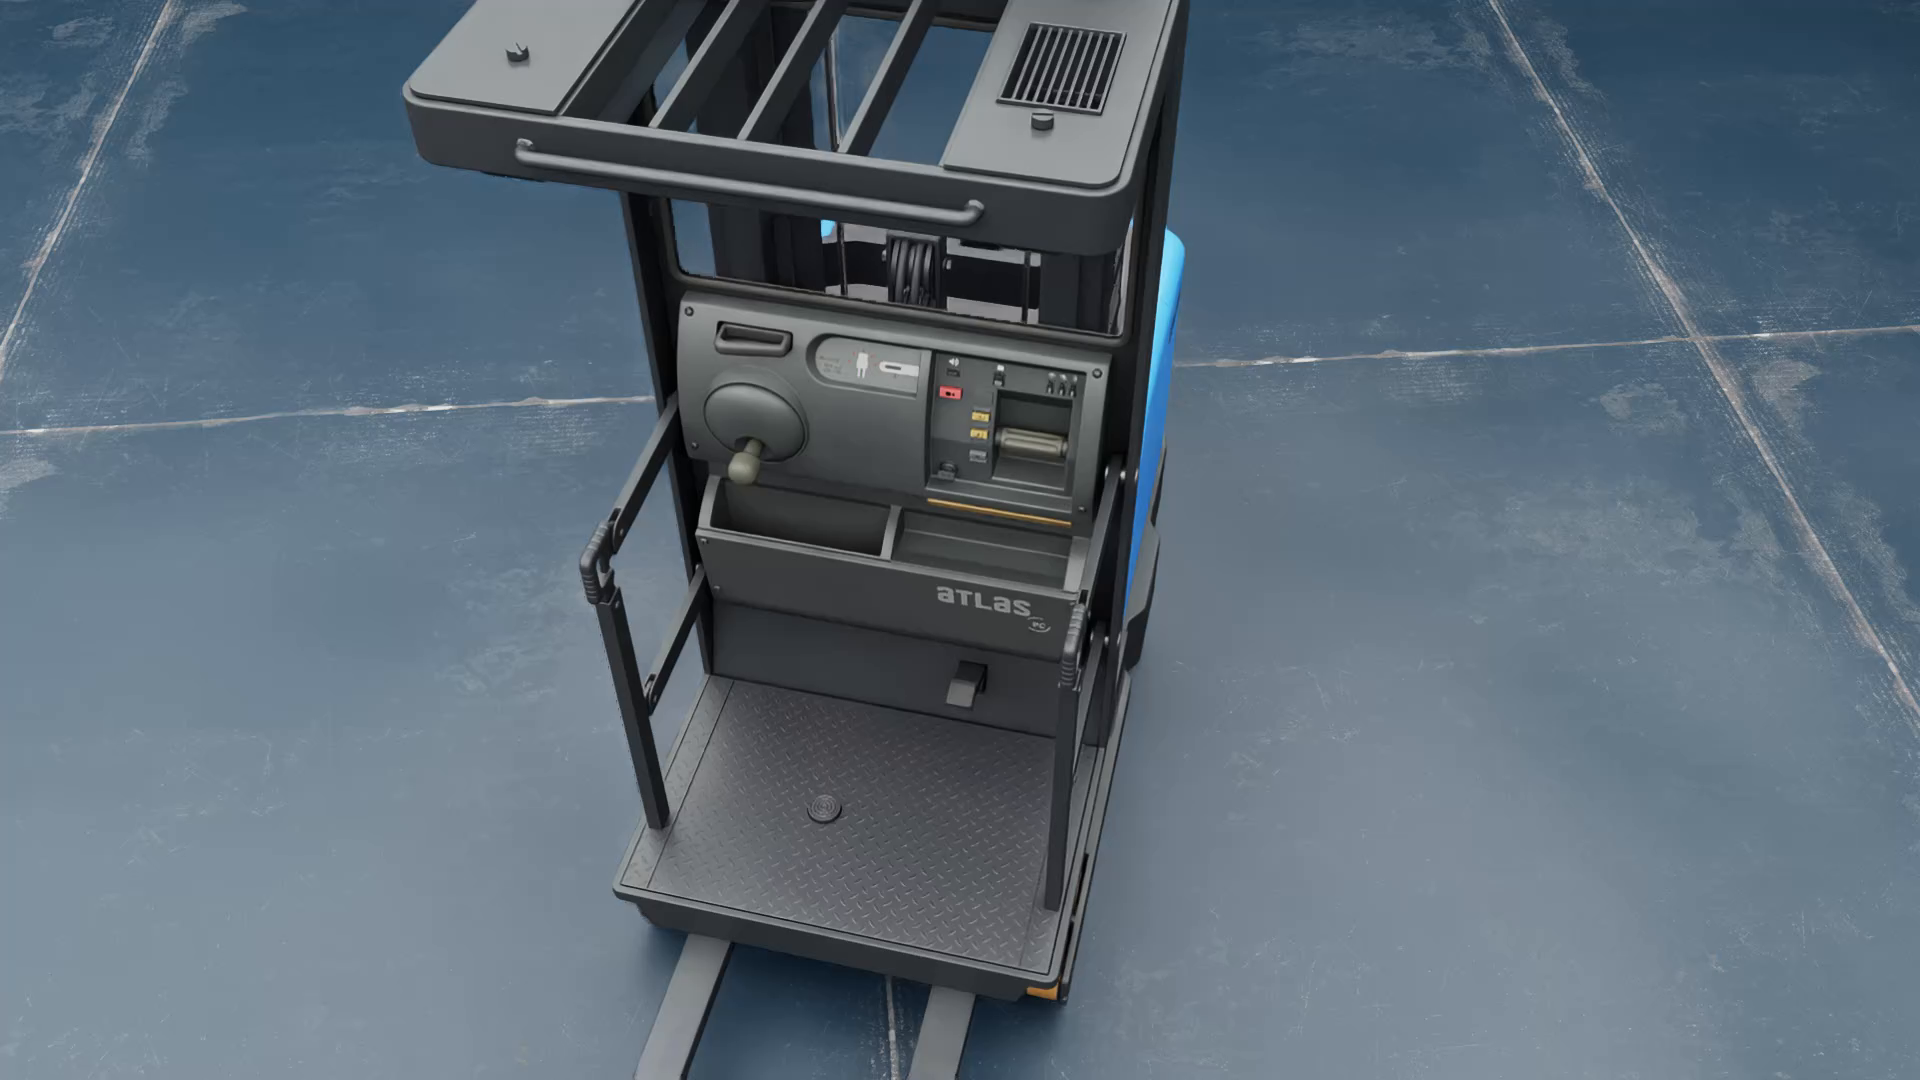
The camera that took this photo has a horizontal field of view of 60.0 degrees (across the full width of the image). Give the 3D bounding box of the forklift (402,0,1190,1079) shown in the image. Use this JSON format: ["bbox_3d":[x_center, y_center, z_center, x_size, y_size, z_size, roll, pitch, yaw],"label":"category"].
[{"bbox_3d":[-0.200,-0.175,3.397,1.130,2.935,3.031,10,47,9],"label":"forklift"}]
